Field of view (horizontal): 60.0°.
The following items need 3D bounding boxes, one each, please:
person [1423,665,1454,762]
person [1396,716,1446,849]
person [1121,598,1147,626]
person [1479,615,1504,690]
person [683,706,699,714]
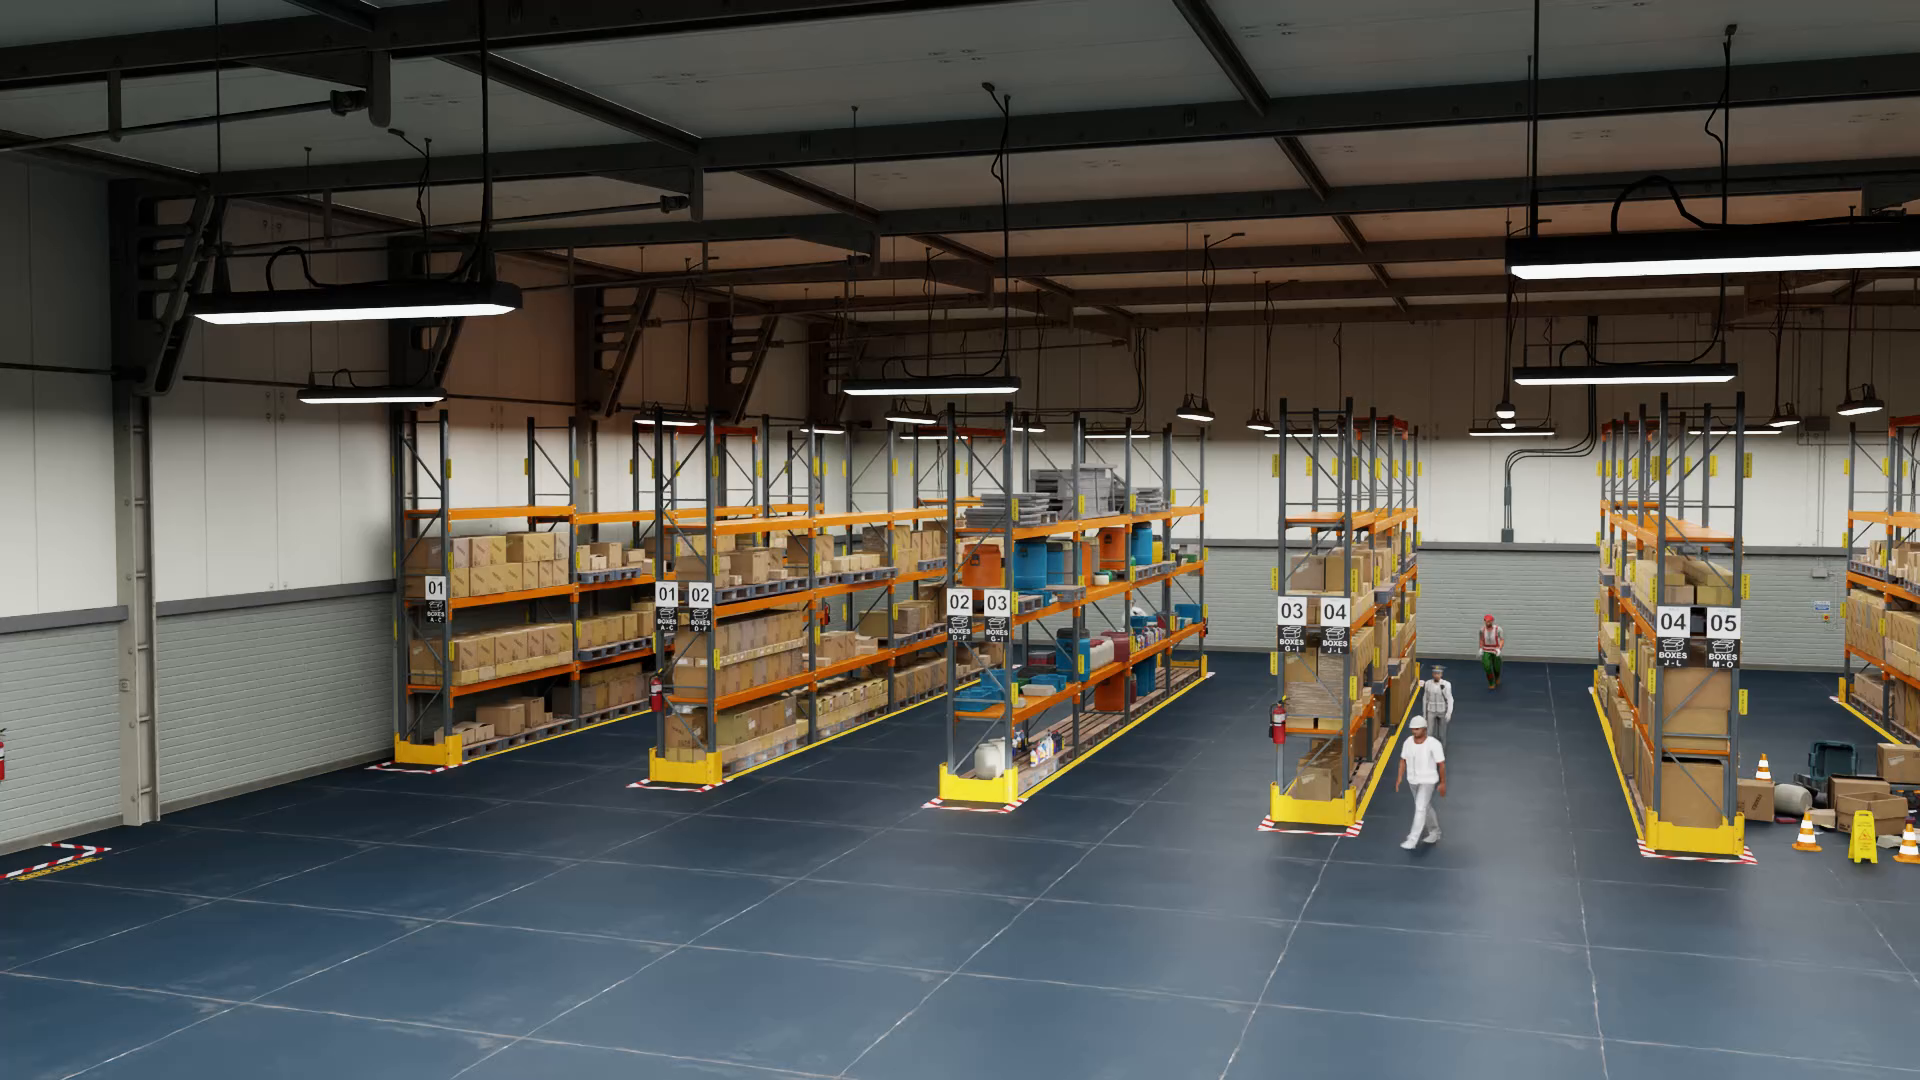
[{"bbox_3d":[8.101,2.973,28.201,0.525,1.714,0.539,1,3,27],"label":"person"},{"bbox_3d":[6.017,3.174,21.882,1.027,1.711,0.595,-2,3,-33],"label":"person"},{"bbox_3d":[4.627,2.315,44.106,0.653,1.603,0.698,1,3,29],"label":"person"},{"bbox_3d":[12.110,2.535,37.906,0.578,1.691,0.781,1,3,26],"label":"person"},{"bbox_3d":[-5.181,2.716,32.197,0.574,1.773,0.494,1,3,31],"label":"person"}]
